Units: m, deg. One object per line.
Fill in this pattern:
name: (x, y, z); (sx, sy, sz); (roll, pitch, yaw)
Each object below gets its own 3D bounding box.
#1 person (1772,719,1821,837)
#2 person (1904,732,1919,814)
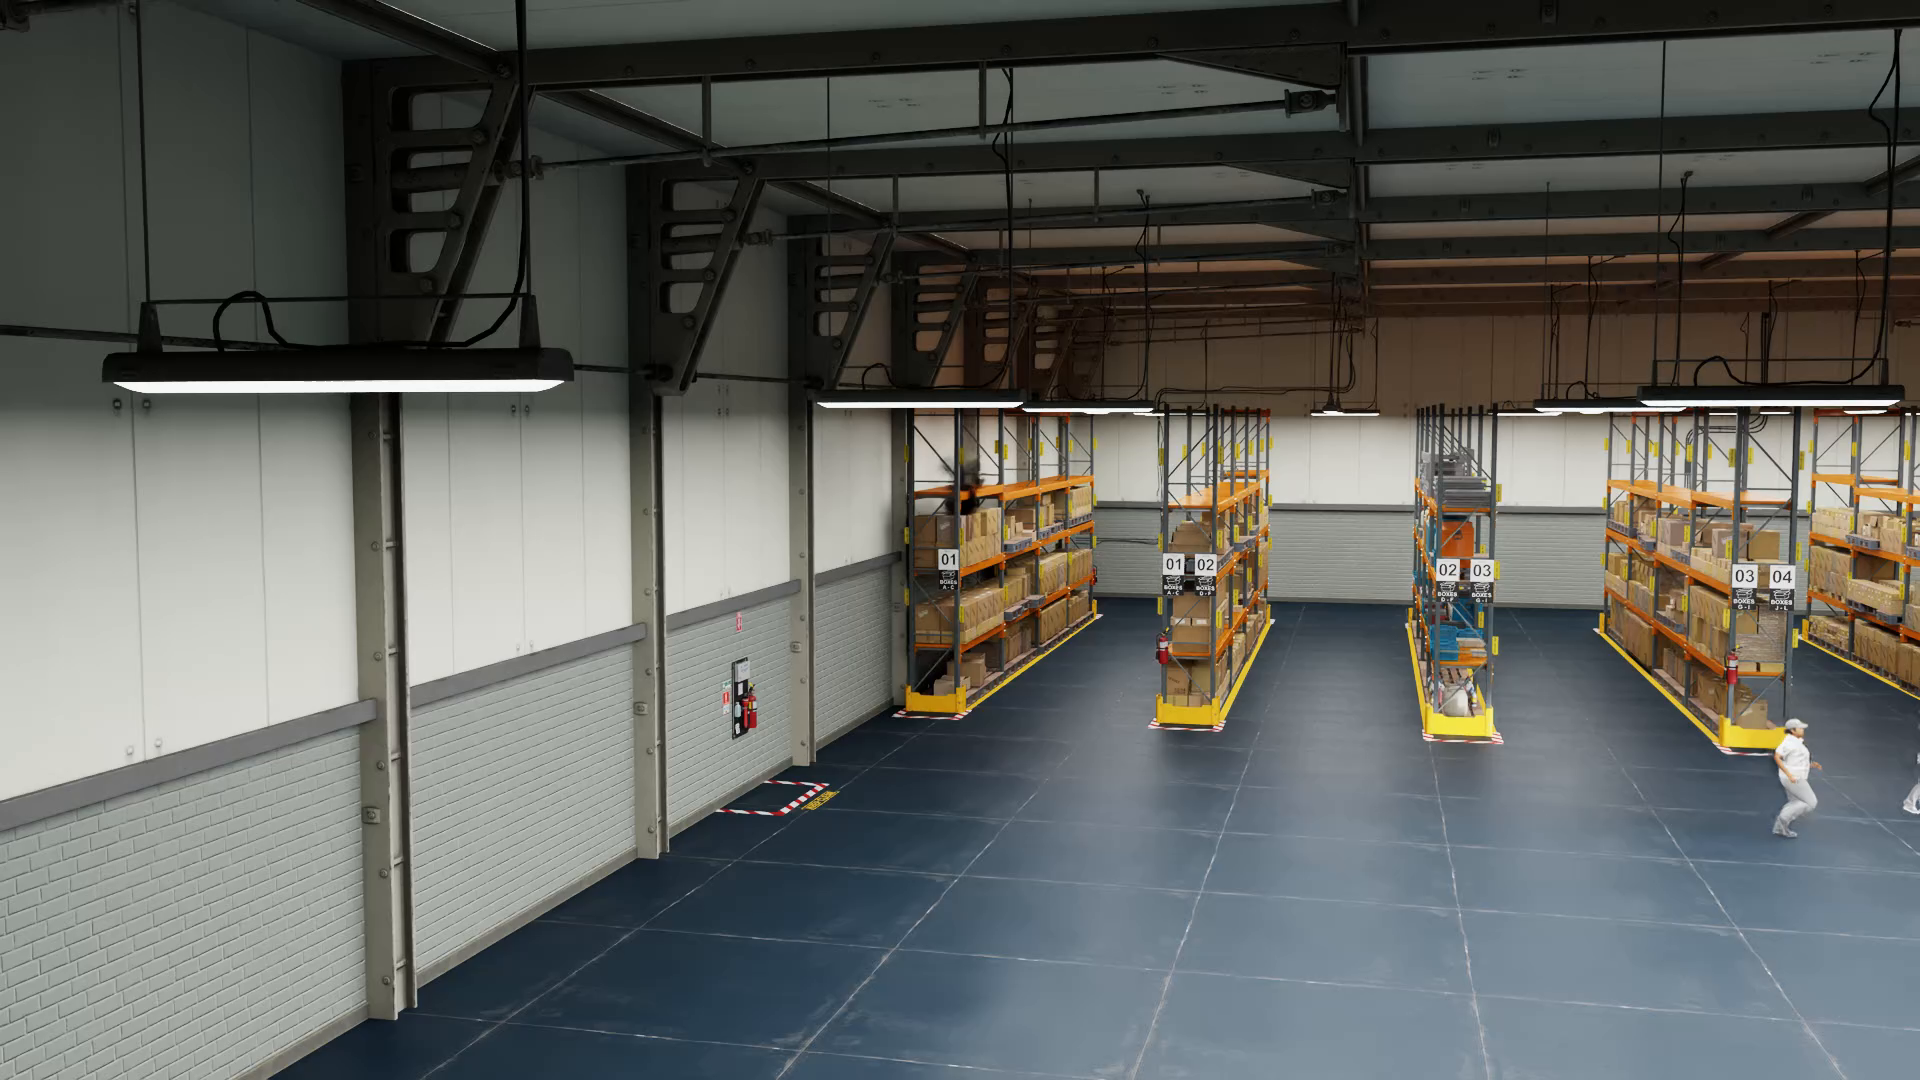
person: (11.421, 3.252, 22.669); (0.567, 1.626, 0.593); (2, 5, 31)
person: (13.936, 3.184, 23.833); (0.511, 1.589, 0.678); (-3, 5, -39)
